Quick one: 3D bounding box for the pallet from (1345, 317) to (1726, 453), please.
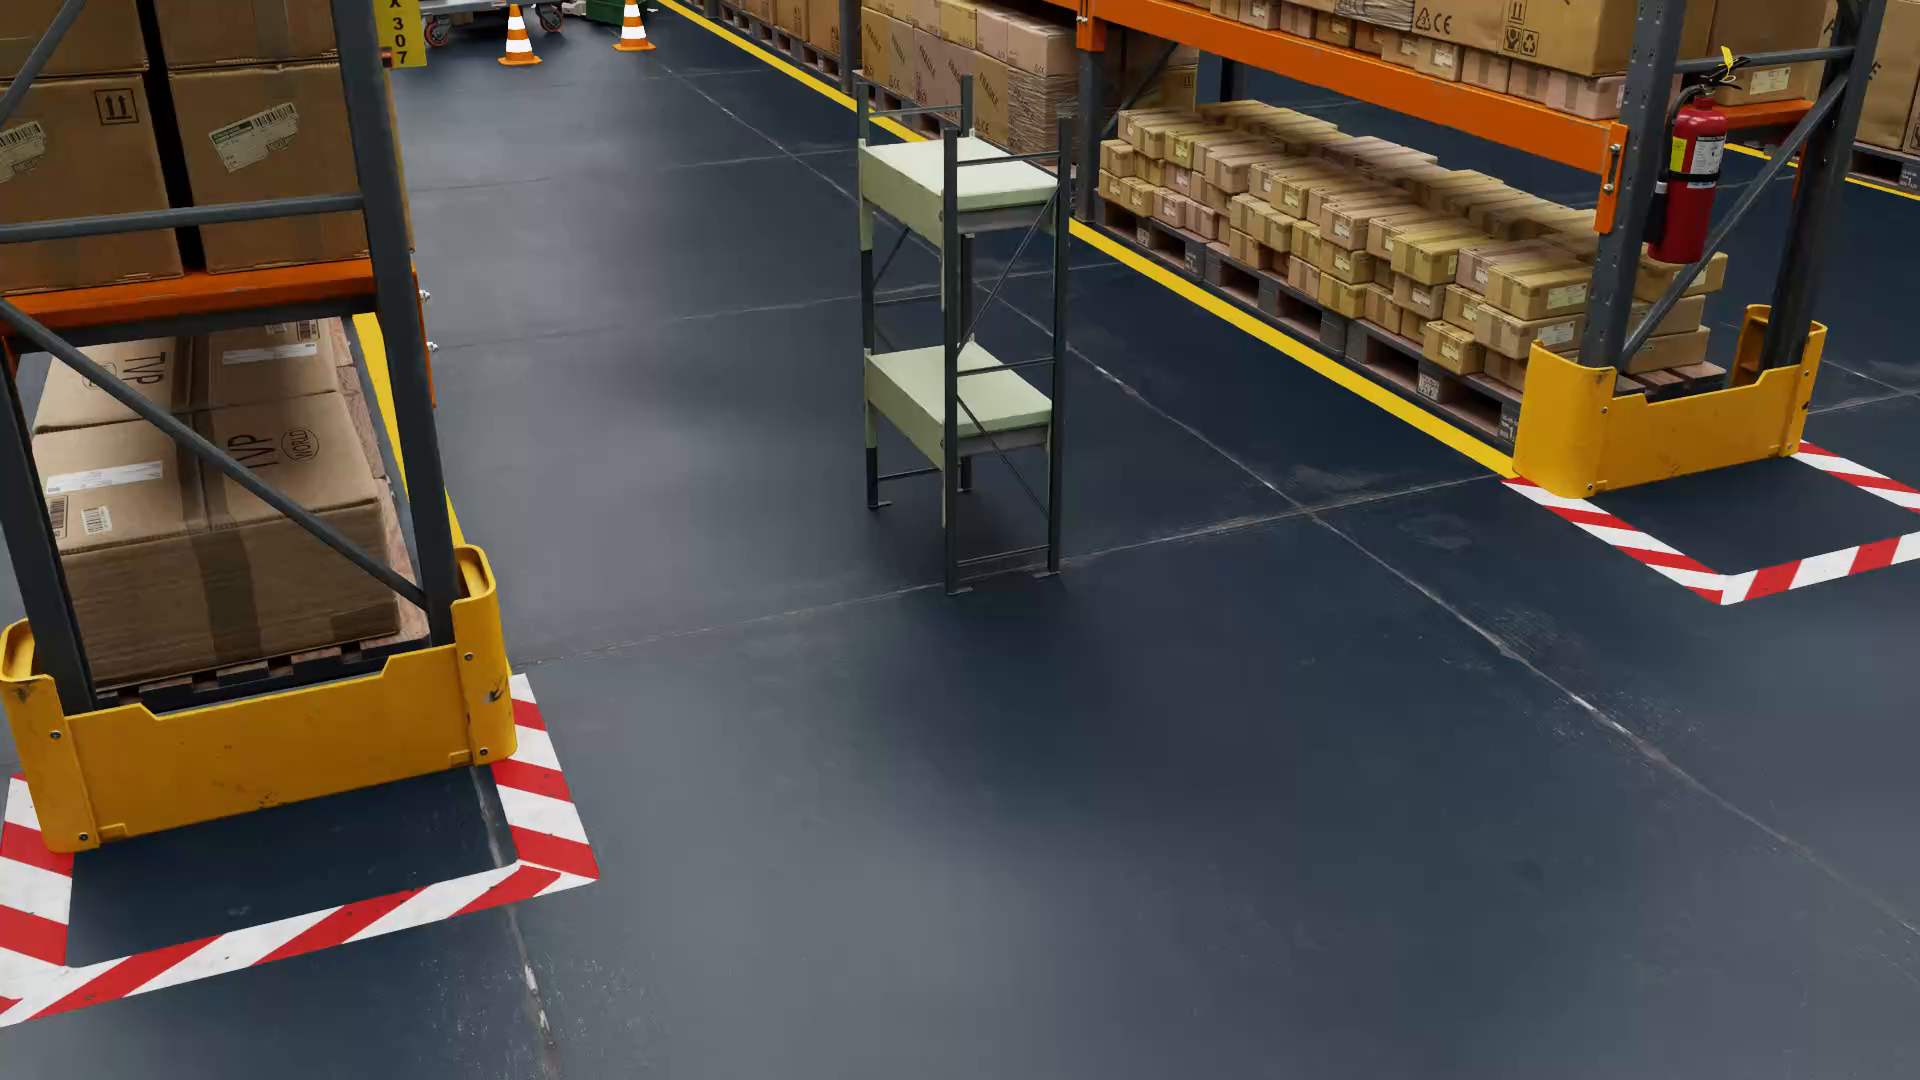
[{"bbox_3d":[2.388,-0.738,7.022,1.003,0.211,1.213,-11,28,-21],"label":"pallet"}]

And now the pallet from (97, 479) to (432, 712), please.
[{"bbox_3d":[-2.197,0.208,5.083,1.003,0.211,1.213,-11,28,-21],"label":"pallet"}]

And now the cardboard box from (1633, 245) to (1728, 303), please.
[{"bbox_3d":[2.811,-1.072,6.618,0.380,0.149,0.250,-12,28,-23],"label":"cardboard box"}]

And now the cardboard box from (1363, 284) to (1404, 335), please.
[{"bbox_3d":[1.978,-1.016,7.183,0.380,0.149,0.250,-10,28,-20],"label":"cardboard box"}]

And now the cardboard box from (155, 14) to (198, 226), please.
[{"bbox_3d":[-1.959,-1.223,4.722,0.500,0.500,0.500,-11,28,-21],"label":"cardboard box"}]

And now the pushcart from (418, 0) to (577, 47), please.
[{"bbox_3d":[-4.433,-4.813,15.178,1.648,0.377,0.936,-22,34,-38],"label":"pushcart"}]

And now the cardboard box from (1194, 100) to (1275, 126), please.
[{"bbox_3d":[1.516,-2.318,9.170,0.380,0.149,0.250,-10,28,-19],"label":"cardboard box"}]

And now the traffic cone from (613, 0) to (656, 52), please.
[{"bbox_3d":[-2.861,-4.530,14.501,0.336,0.463,0.334,-11,28,-21],"label":"traffic cone"}]

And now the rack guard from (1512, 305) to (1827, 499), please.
[{"bbox_3d":[2.673,-0.534,6.274,1.175,0.500,0.348,-11,28,-21],"label":"rack guard"}]

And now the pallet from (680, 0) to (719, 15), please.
[{"bbox_3d":[-2.222,-5.538,16.853,1.003,0.211,1.213,-11,28,-21],"label":"pallet"}]

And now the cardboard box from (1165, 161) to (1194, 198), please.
[{"bbox_3d":[1.294,-1.903,8.659,0.380,0.149,0.250,-11,28,-21],"label":"cardboard box"}]

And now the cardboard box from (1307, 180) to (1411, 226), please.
[{"bbox_3d":[1.798,-1.506,7.507,0.380,0.149,0.250,-12,28,-22],"label":"cardboard box"}]

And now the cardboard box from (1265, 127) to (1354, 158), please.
[{"bbox_3d":[1.786,-2.004,8.528,0.380,0.149,0.250,-10,28,-19],"label":"cardboard box"}]

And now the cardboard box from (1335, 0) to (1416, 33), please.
[{"bbox_3d":[1.886,-2.354,6.700,0.500,0.500,0.500,-10,28,-20],"label":"cardboard box"}]

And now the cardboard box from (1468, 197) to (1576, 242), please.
[{"bbox_3d":[2.438,-1.372,7.233,0.380,0.149,0.250,-12,28,-23],"label":"cardboard box"}]

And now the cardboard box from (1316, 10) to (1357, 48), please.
[{"bbox_3d":[1.773,-2.236,7.198,0.380,0.149,0.250,-10,28,-20],"label":"cardboard box"}]

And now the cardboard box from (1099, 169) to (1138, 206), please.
[{"bbox_3d":[0.984,-1.947,9.089,0.380,0.149,0.250,-12,28,-23],"label":"cardboard box"}]

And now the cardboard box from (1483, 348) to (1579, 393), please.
[{"bbox_3d":[2.305,-0.711,6.558,0.380,0.149,0.250,-10,28,-20],"label":"cardboard box"}]

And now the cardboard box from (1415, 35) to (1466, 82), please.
[{"bbox_3d":[2.019,-1.901,6.512,0.380,0.149,0.250,-10,28,-19],"label":"cardboard box"}]

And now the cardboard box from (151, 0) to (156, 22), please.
[{"bbox_3d":[-2.638,-1.341,4.963,0.500,0.500,0.500,-10,28,-19],"label":"cardboard box"}]

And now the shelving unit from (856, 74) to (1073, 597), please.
[{"bbox_3d":[-0.003,-0.677,5.426,0.431,1.500,0.755,-11,28,-21],"label":"shelving unit"}]

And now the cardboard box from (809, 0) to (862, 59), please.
[{"bbox_3d":[-0.586,-4.295,13.214,1.050,0.750,0.750,-11,28,-21],"label":"cardboard box"}]

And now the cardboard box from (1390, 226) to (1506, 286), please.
[{"bbox_3d":[1.999,-1.166,6.812,0.380,0.149,0.250,-11,28,-22],"label":"cardboard box"}]

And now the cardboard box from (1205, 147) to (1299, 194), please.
[{"bbox_3d":[1.426,-1.809,8.128,0.380,0.149,0.250,-10,28,-19],"label":"cardboard box"}]

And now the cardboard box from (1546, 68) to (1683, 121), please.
[{"bbox_3d":[2.315,-1.597,5.888,0.380,0.149,0.250,-11,28,-21],"label":"cardboard box"}]

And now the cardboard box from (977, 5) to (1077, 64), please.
[{"bbox_3d":[0.423,-3.111,10.218,0.500,0.250,0.500,-9,28,-18],"label":"cardboard box"}]

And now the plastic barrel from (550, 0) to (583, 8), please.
[{"bbox_3d":[-3.852,-5.508,16.548,0.512,0.421,0.421,8,27,15],"label":"plastic barrel"}]

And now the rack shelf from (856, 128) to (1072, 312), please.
[{"bbox_3d":[-0.003,-1.027,5.255,0.431,0.370,0.720,-11,28,-21],"label":"rack shelf"}]

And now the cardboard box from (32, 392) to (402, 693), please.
[{"bbox_3d":[-2.162,-0.022,4.818,0.875,0.438,0.875,-12,28,-22],"label":"cardboard box"}]

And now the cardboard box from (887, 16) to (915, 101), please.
[{"bbox_3d":[-0.187,-3.390,11.645,0.500,0.500,0.500,-10,28,-20],"label":"cardboard box"}]

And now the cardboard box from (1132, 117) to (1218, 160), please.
[{"bbox_3d":[1.134,-2.120,8.767,0.380,0.149,0.250,-9,27,-18],"label":"cardboard box"}]

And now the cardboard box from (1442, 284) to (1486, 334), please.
[{"bbox_3d":[2.181,-0.947,6.702,0.380,0.149,0.250,-11,28,-22],"label":"cardboard box"}]

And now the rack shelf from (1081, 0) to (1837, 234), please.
[{"bbox_3d":[1.920,-2.111,7.474,1.077,0.370,4.000,-11,28,-21],"label":"rack shelf"}]

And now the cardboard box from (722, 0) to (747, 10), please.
[{"bbox_3d":[-1.670,-5.414,15.505,1.050,0.750,0.750,-11,28,-21],"label":"cardboard box"}]

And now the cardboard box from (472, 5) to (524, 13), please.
[{"bbox_3d":[-4.687,-5.484,16.253,0.797,0.637,0.503,-11,28,-21],"label":"cardboard box"}]

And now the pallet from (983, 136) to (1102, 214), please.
[{"bbox_3d":[0.830,-2.302,10.225,1.003,0.211,1.213,-11,28,-21],"label":"pallet"}]

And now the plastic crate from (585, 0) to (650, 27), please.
[{"bbox_3d":[-3.270,-5.078,15.872,0.450,0.188,0.662,12,27,2],"label":"plastic crate"}]

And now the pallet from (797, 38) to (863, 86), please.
[{"bbox_3d":[-0.669,-3.934,13.568,1.003,0.211,1.213,-11,28,-21],"label":"pallet"}]

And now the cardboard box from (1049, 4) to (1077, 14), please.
[{"bbox_3d":[0.880,-3.202,10.405,0.500,0.250,0.500,-10,28,-19],"label":"cardboard box"}]

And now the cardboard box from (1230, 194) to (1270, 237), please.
[{"bbox_3d":[1.524,-1.565,7.969,0.380,0.149,0.250,-11,28,-21],"label":"cardboard box"}]

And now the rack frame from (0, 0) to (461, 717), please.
[{"bbox_3d":[-1.812,-0.735,3.837,1.000,3.000,0.127,-11,28,-21],"label":"rack frame"}]

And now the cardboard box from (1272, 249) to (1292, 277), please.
[{"bbox_3d":[1.702,-1.337,7.841,0.380,0.149,0.250,-10,28,-19],"label":"cardboard box"}]

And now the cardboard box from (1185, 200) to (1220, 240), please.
[{"bbox_3d":[1.378,-1.654,8.490,0.380,0.149,0.250,-11,28,-22],"label":"cardboard box"}]

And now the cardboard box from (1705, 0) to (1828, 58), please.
[{"bbox_3d":[2.782,-2.034,6.044,0.500,0.500,0.500,-9,28,-18],"label":"cardboard box"}]

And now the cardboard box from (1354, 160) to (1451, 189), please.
[{"bbox_3d":[2.090,-1.684,7.874,0.380,0.149,0.250,-11,28,-20],"label":"cardboard box"}]

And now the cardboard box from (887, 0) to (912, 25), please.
[{"bbox_3d":[-0.184,-3.734,11.495,0.500,0.250,0.500,-11,28,-21],"label":"cardboard box"}]

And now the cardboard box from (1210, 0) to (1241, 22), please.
[{"bbox_3d":[1.408,-2.544,7.828,0.380,0.149,0.250,-10,28,-20],"label":"cardboard box"}]

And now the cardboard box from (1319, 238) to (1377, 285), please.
[{"bbox_3d":[1.814,-1.248,7.320,0.380,0.149,0.250,-10,28,-20],"label":"cardboard box"}]

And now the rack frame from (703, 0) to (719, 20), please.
[{"bbox_3d":[-1.996,-6.471,15.585,1.000,3.000,0.127,-11,28,-21],"label":"rack frame"}]

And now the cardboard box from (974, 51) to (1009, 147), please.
[{"bbox_3d":[0.414,-2.770,10.374,0.500,0.500,0.500,-11,28,-22],"label":"cardboard box"}]
